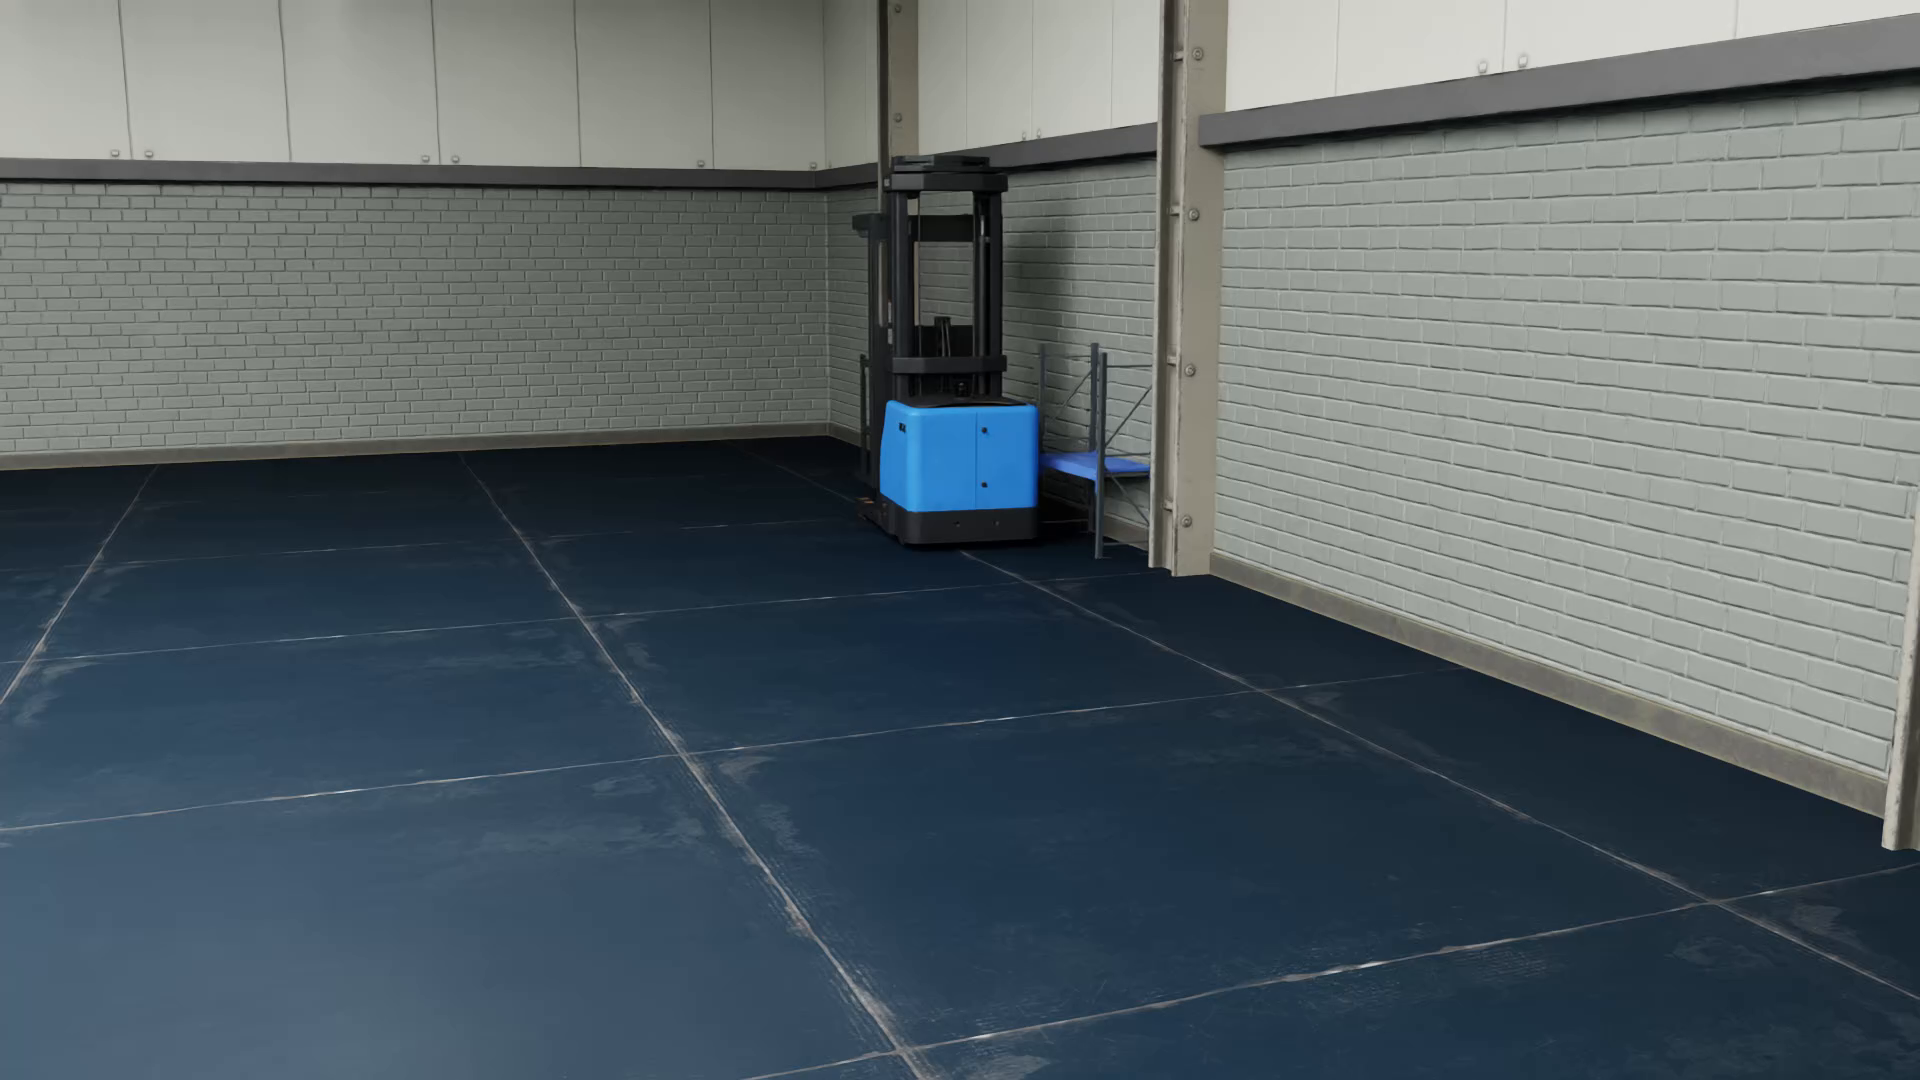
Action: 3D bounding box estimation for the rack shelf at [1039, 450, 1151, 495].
[{"bbox_3d":[1.033,-0.517,12.563,0.538,0.185,1.000,-4,11,-22],"label":"rack shelf"}]

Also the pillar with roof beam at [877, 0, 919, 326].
[{"bbox_3d":[-4.630,-4.925,14.915,9.100,9.000,0.400,-4,11,-21],"label":"pillar with roof beam"}]

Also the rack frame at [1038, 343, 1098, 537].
[{"bbox_3d":[0.838,-0.778,12.993,0.500,1.500,0.032,-4,11,-22],"label":"rack frame"}]

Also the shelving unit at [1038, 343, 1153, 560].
[{"bbox_3d":[1.033,-0.694,12.530,0.538,1.500,1.048,-4,11,-22],"label":"shelving unit"}]

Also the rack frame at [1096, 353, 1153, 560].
[{"bbox_3d":[1.227,-0.611,12.068,0.500,1.500,0.032,-4,11,-22],"label":"rack frame"}]

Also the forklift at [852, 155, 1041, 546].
[{"bbox_3d":[-0.257,-1.615,13.627,1.130,2.935,3.031,-3,10,-14],"label":"forklift"}]

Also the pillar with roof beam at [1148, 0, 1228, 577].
[{"bbox_3d":[-2.456,-3.946,9.409,9.100,9.000,0.400,-4,11,-21],"label":"pillar with roof beam"}]
